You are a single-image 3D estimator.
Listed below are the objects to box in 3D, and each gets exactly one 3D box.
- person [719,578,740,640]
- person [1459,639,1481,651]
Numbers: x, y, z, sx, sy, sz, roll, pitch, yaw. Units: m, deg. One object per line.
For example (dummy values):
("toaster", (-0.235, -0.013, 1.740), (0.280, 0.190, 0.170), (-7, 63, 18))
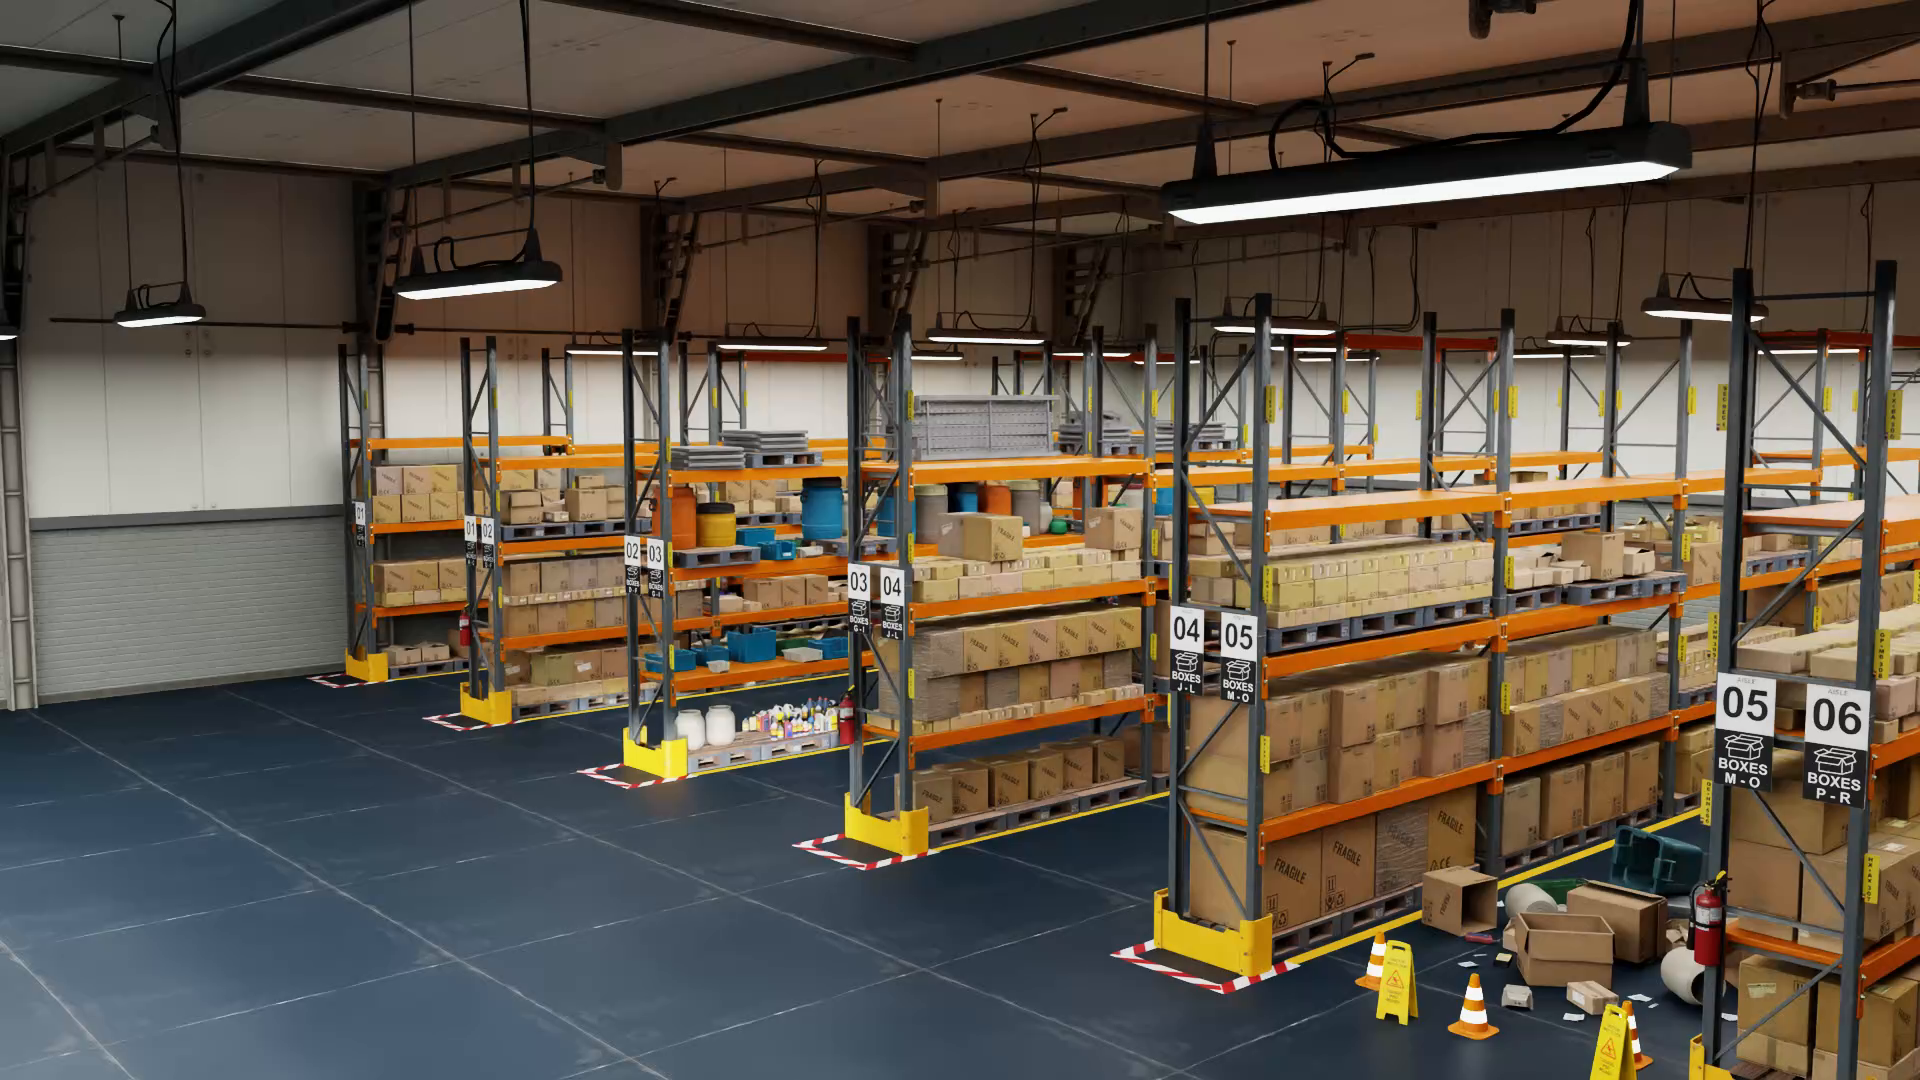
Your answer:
("person", (-4.340, 1.547, 31.153), (0.346, 1.664, 0.531), (3, 6, 34))
("person", (7.460, 2.159, 24.267), (0.886, 1.809, 0.532), (-5, 7, -42))
